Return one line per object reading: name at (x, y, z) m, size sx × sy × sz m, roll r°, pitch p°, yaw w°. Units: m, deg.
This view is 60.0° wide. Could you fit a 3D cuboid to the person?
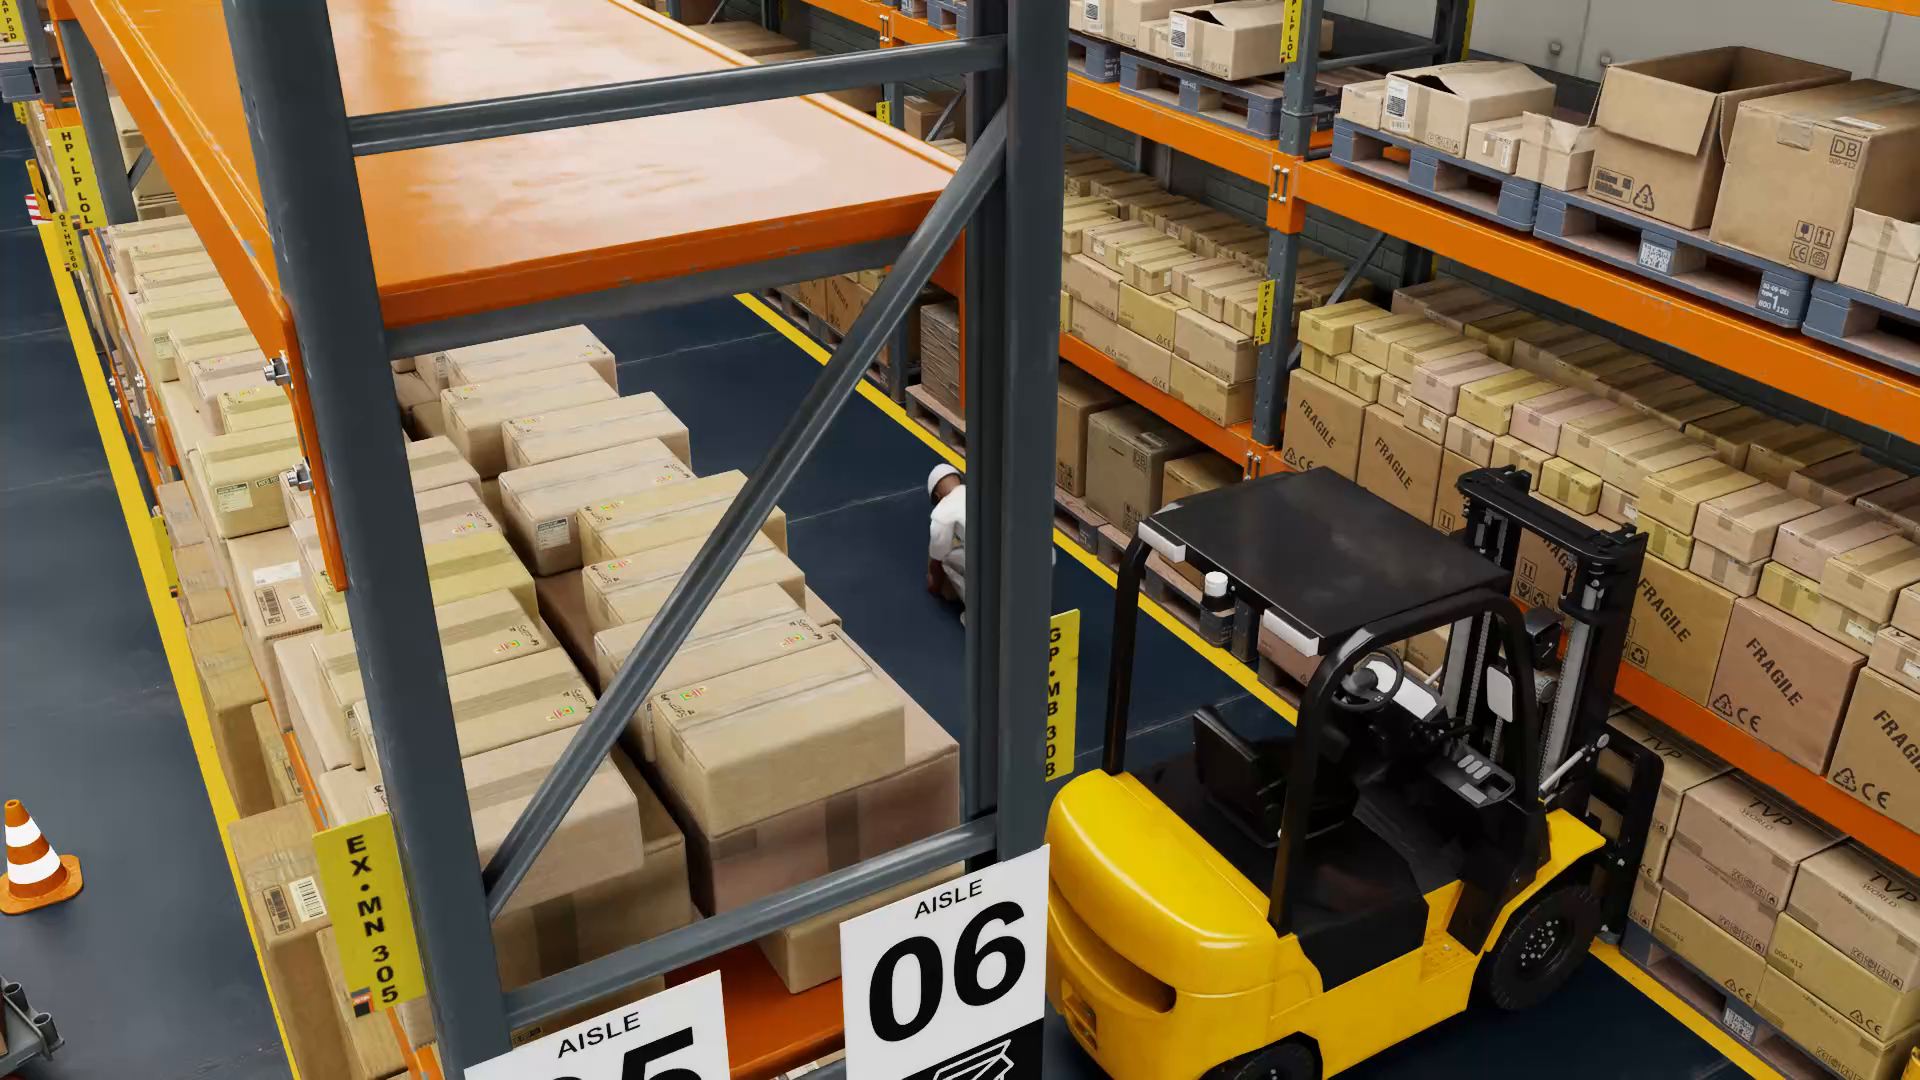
person at (0.124, 0.074, 9.436) m, size 0.526 × 0.810 × 0.968 m, roll -17°, pitch 33°, yaw -27°
